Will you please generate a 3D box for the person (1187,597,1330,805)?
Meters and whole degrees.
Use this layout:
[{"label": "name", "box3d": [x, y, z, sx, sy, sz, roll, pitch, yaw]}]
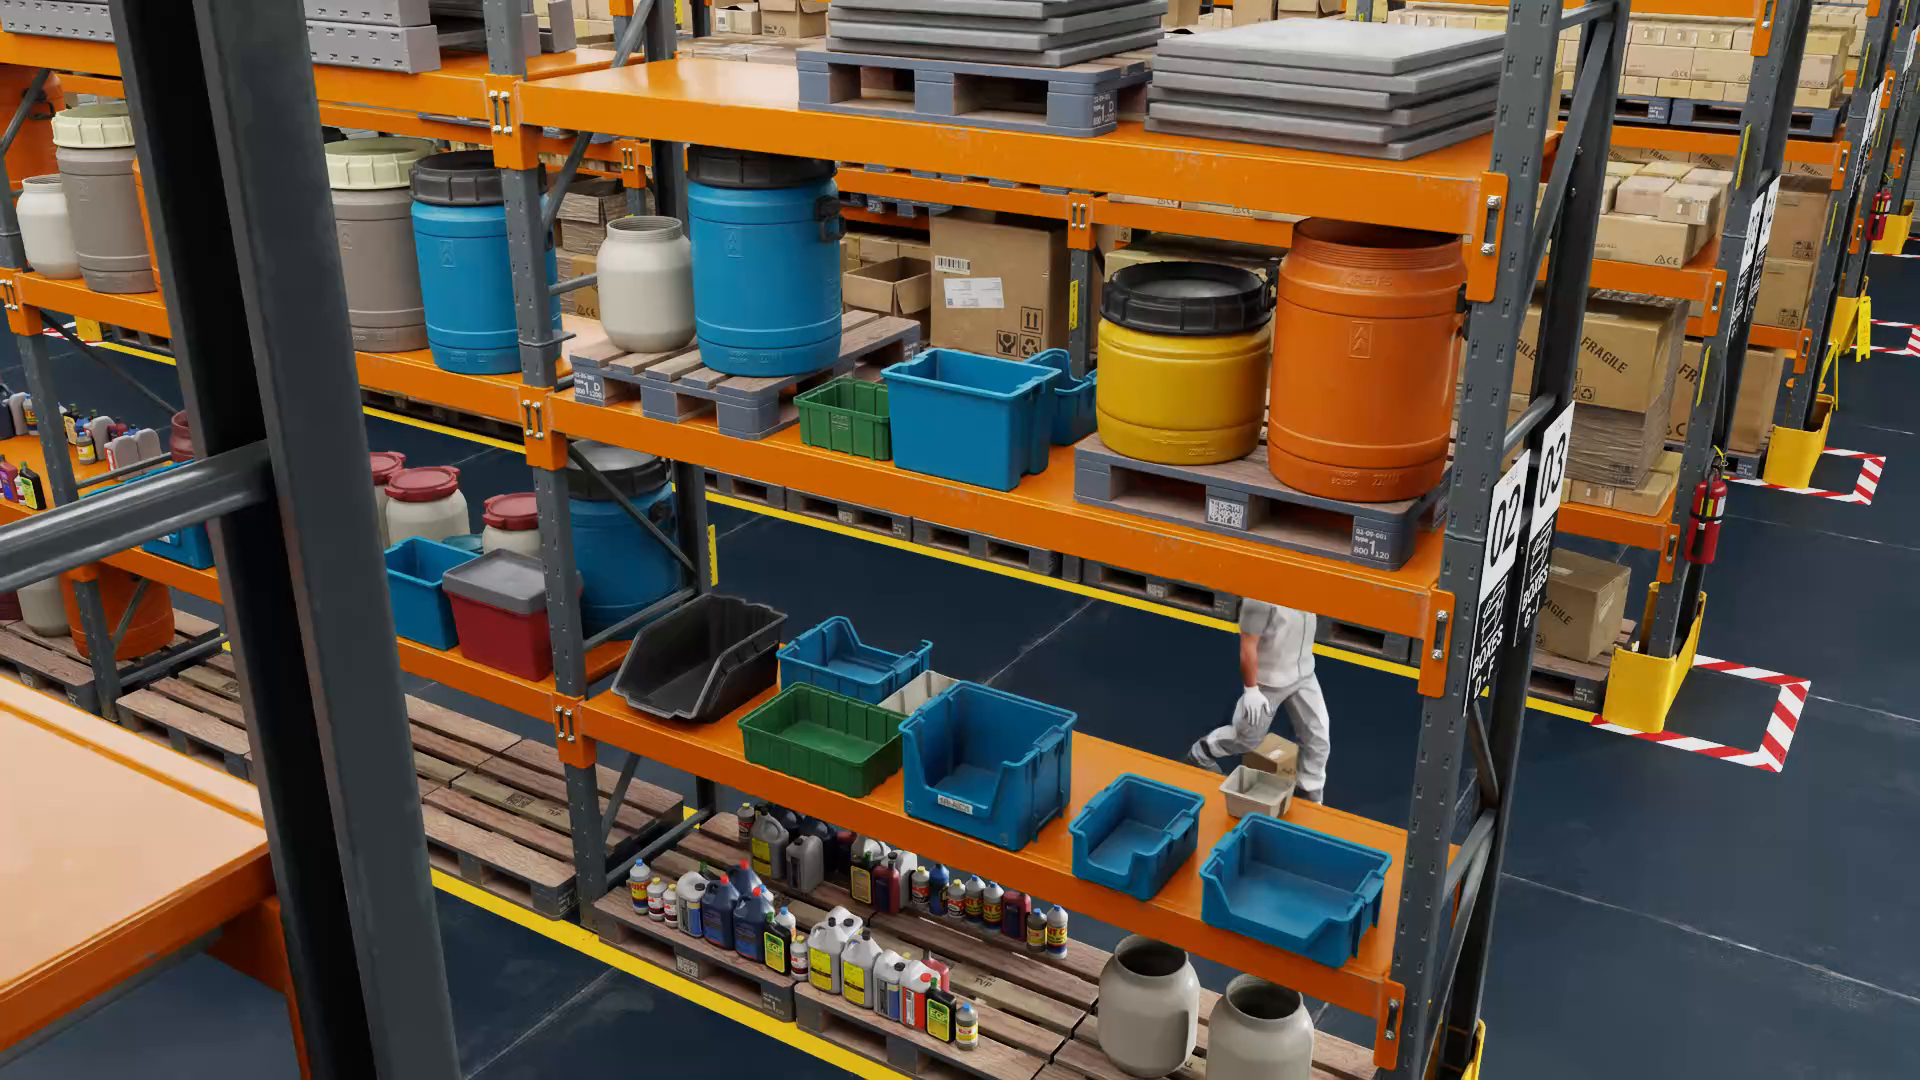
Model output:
[{"label": "person", "box3d": [1.660, 0.717, 8.868, 0.614, 1.748, 1.028, -17, 28, -34]}]
